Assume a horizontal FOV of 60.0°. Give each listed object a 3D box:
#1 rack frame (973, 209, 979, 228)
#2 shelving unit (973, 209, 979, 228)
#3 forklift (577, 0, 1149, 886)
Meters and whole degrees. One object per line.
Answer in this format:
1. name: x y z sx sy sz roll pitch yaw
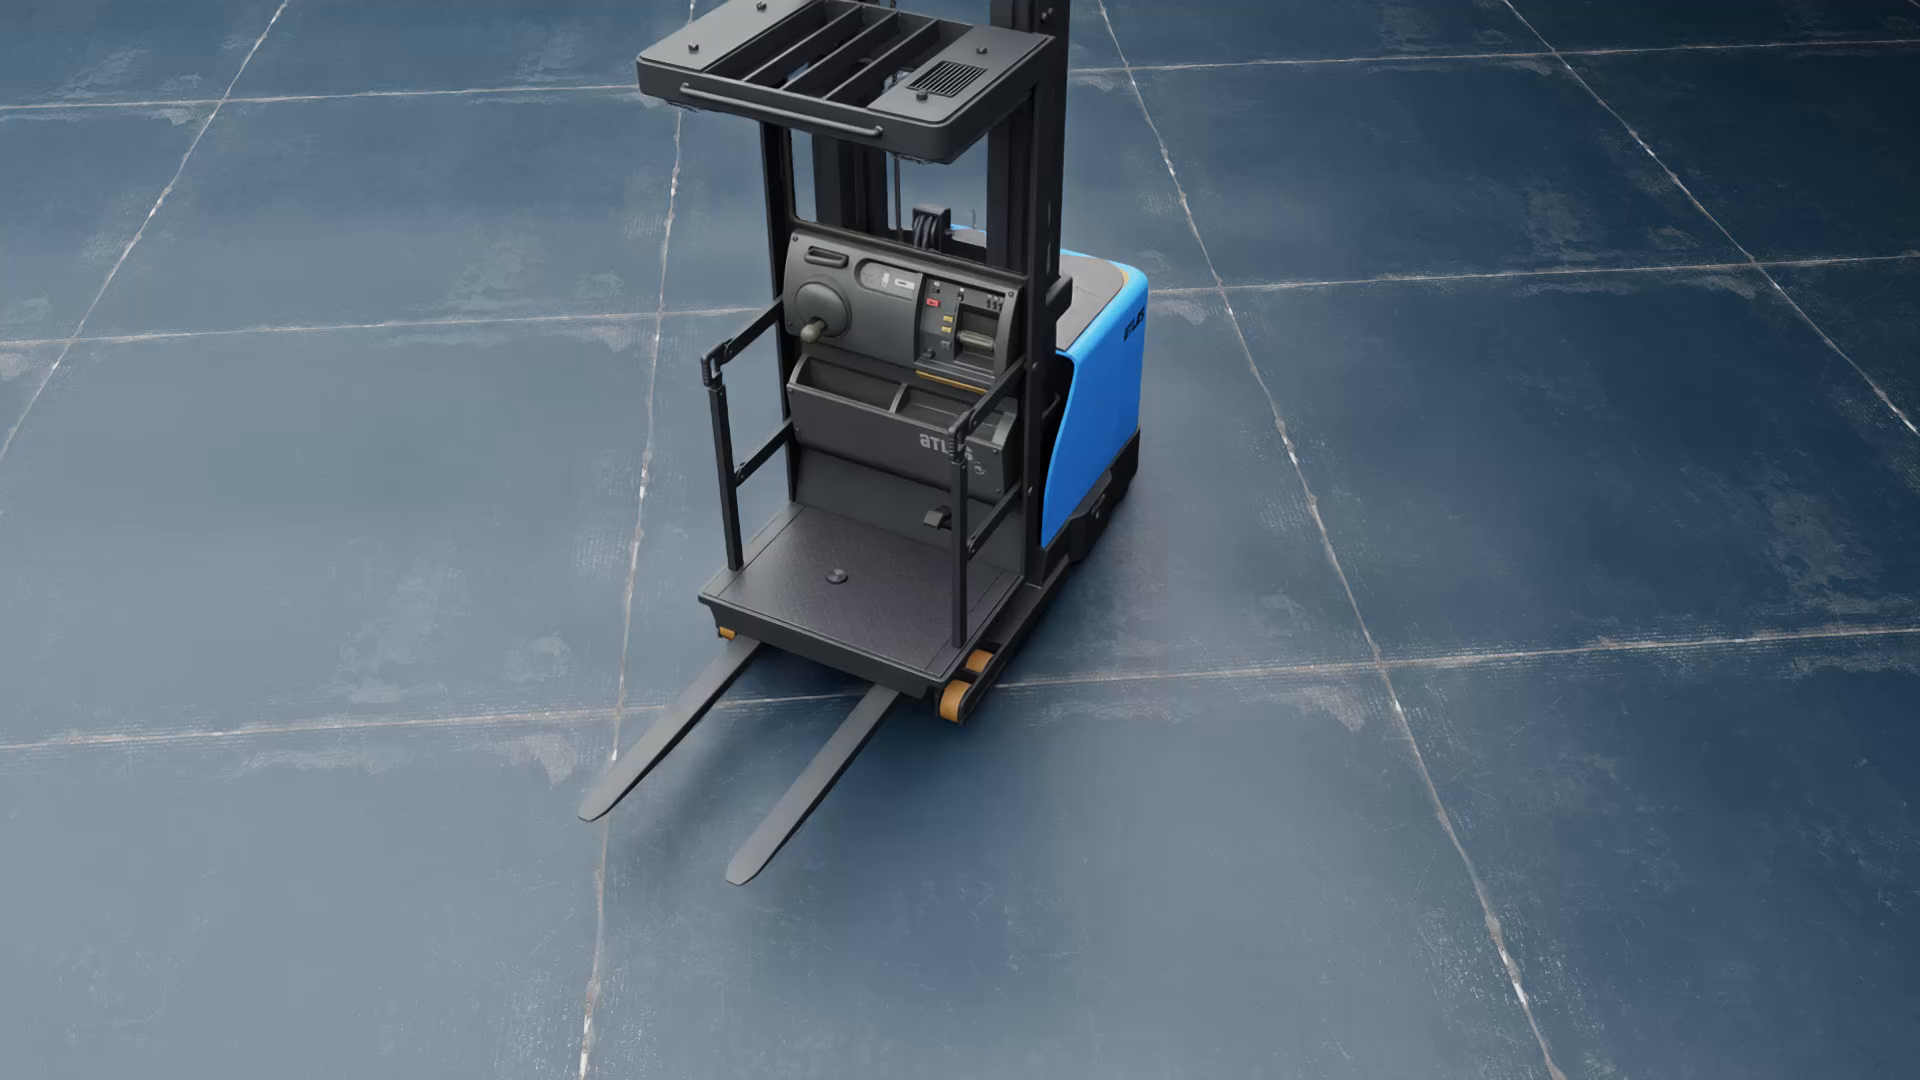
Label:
1. rack frame: 0.104 -1.007 7.679 0.008 1.050 0.200 -15 41 -18
2. shelving unit: 0.215 -1.038 7.718 0.252 1.050 0.215 -15 41 -18
3. forklift: -0.320 -0.769 5.858 1.130 2.935 3.031 18 42 21
